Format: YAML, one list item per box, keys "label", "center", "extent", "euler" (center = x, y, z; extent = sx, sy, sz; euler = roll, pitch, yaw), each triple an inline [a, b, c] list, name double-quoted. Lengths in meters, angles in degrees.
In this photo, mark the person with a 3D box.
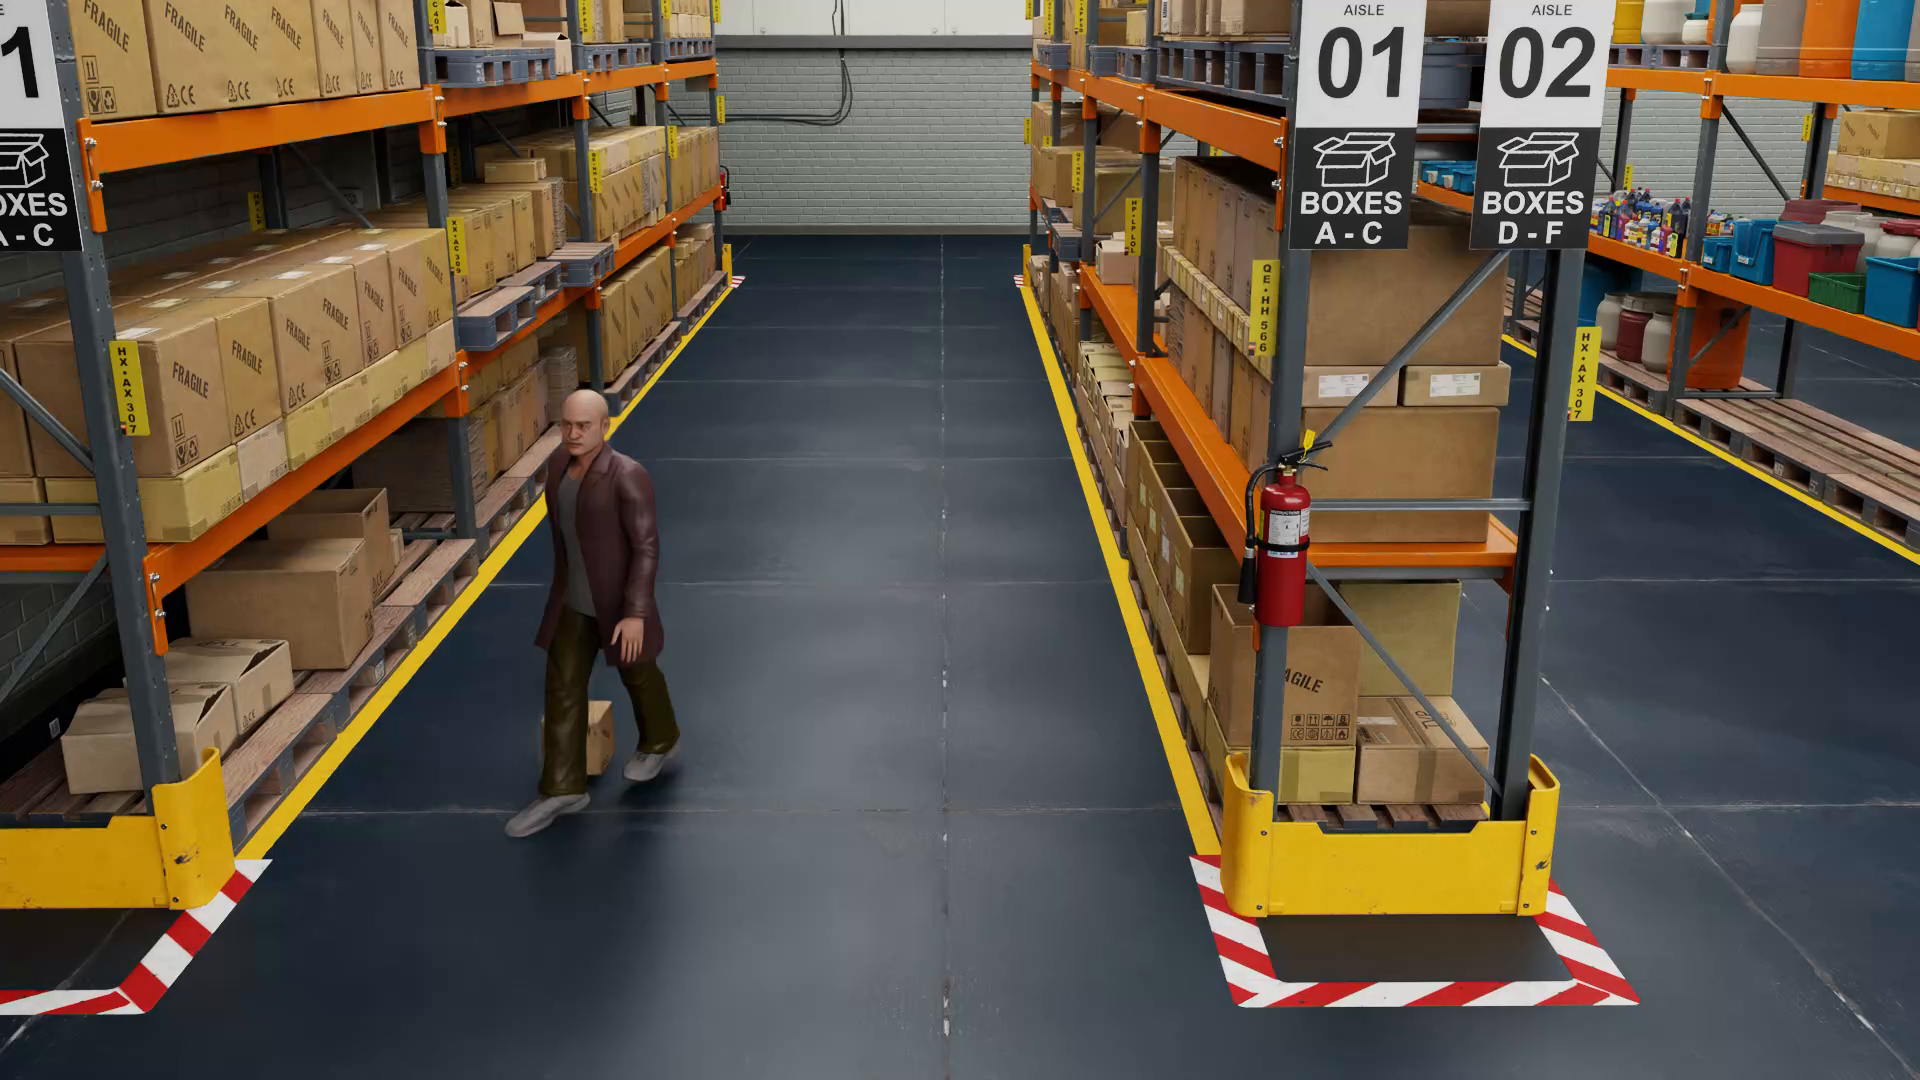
- label: "person"
  center: [-1.423, 0.253, 6.719]
  extent: [0.608, 1.774, 0.916]
  euler: [8, 18, 24]
